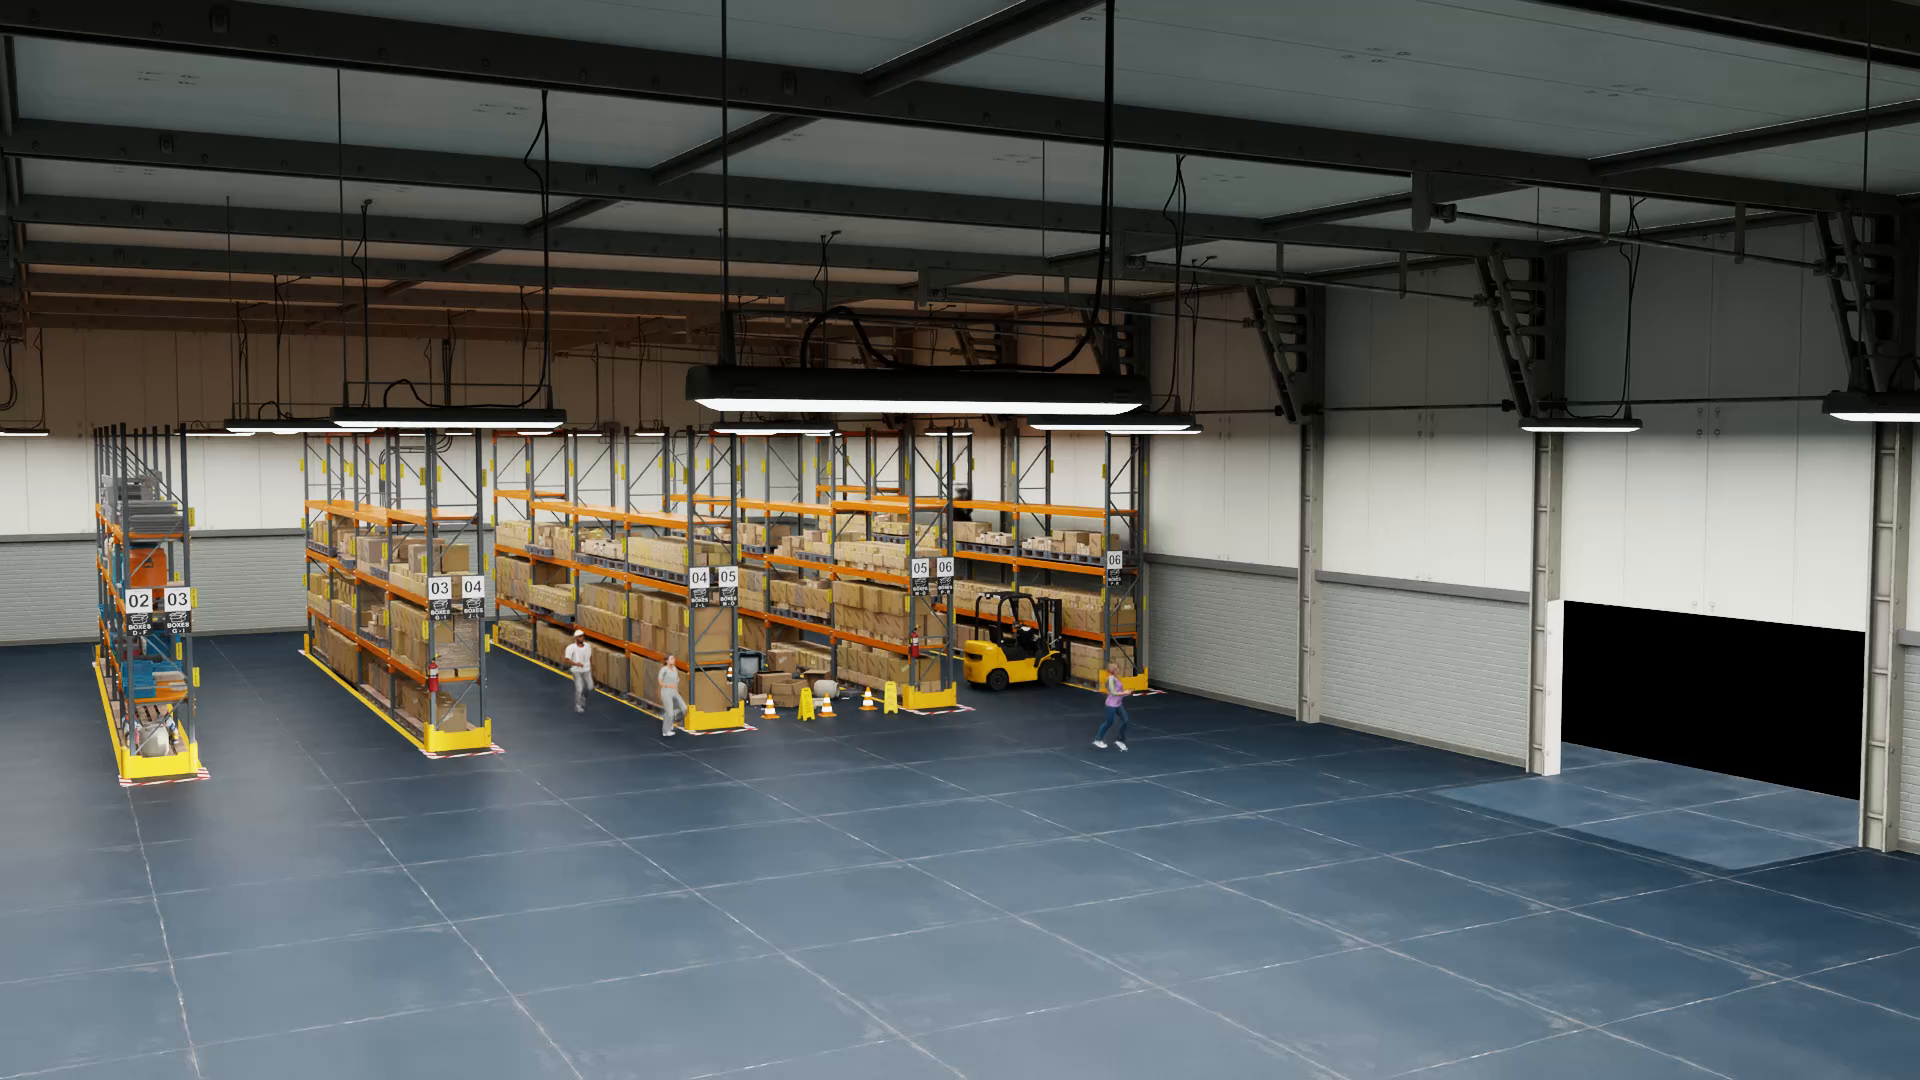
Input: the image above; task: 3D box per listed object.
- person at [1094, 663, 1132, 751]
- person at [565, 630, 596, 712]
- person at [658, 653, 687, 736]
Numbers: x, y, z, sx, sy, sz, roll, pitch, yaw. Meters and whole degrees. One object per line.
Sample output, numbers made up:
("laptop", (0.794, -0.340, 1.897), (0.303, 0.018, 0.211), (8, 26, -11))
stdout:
("person", (2.820, 3.069, 30.540), (0.711, 1.638, 0.504), (2, 4, 24))
("person", (-7.917, 2.747, 34.828), (0.692, 1.724, 0.582), (-3, 4, -39))
("person", (-5.541, 2.976, 31.951), (0.543, 1.620, 0.564), (2, 4, 35))
